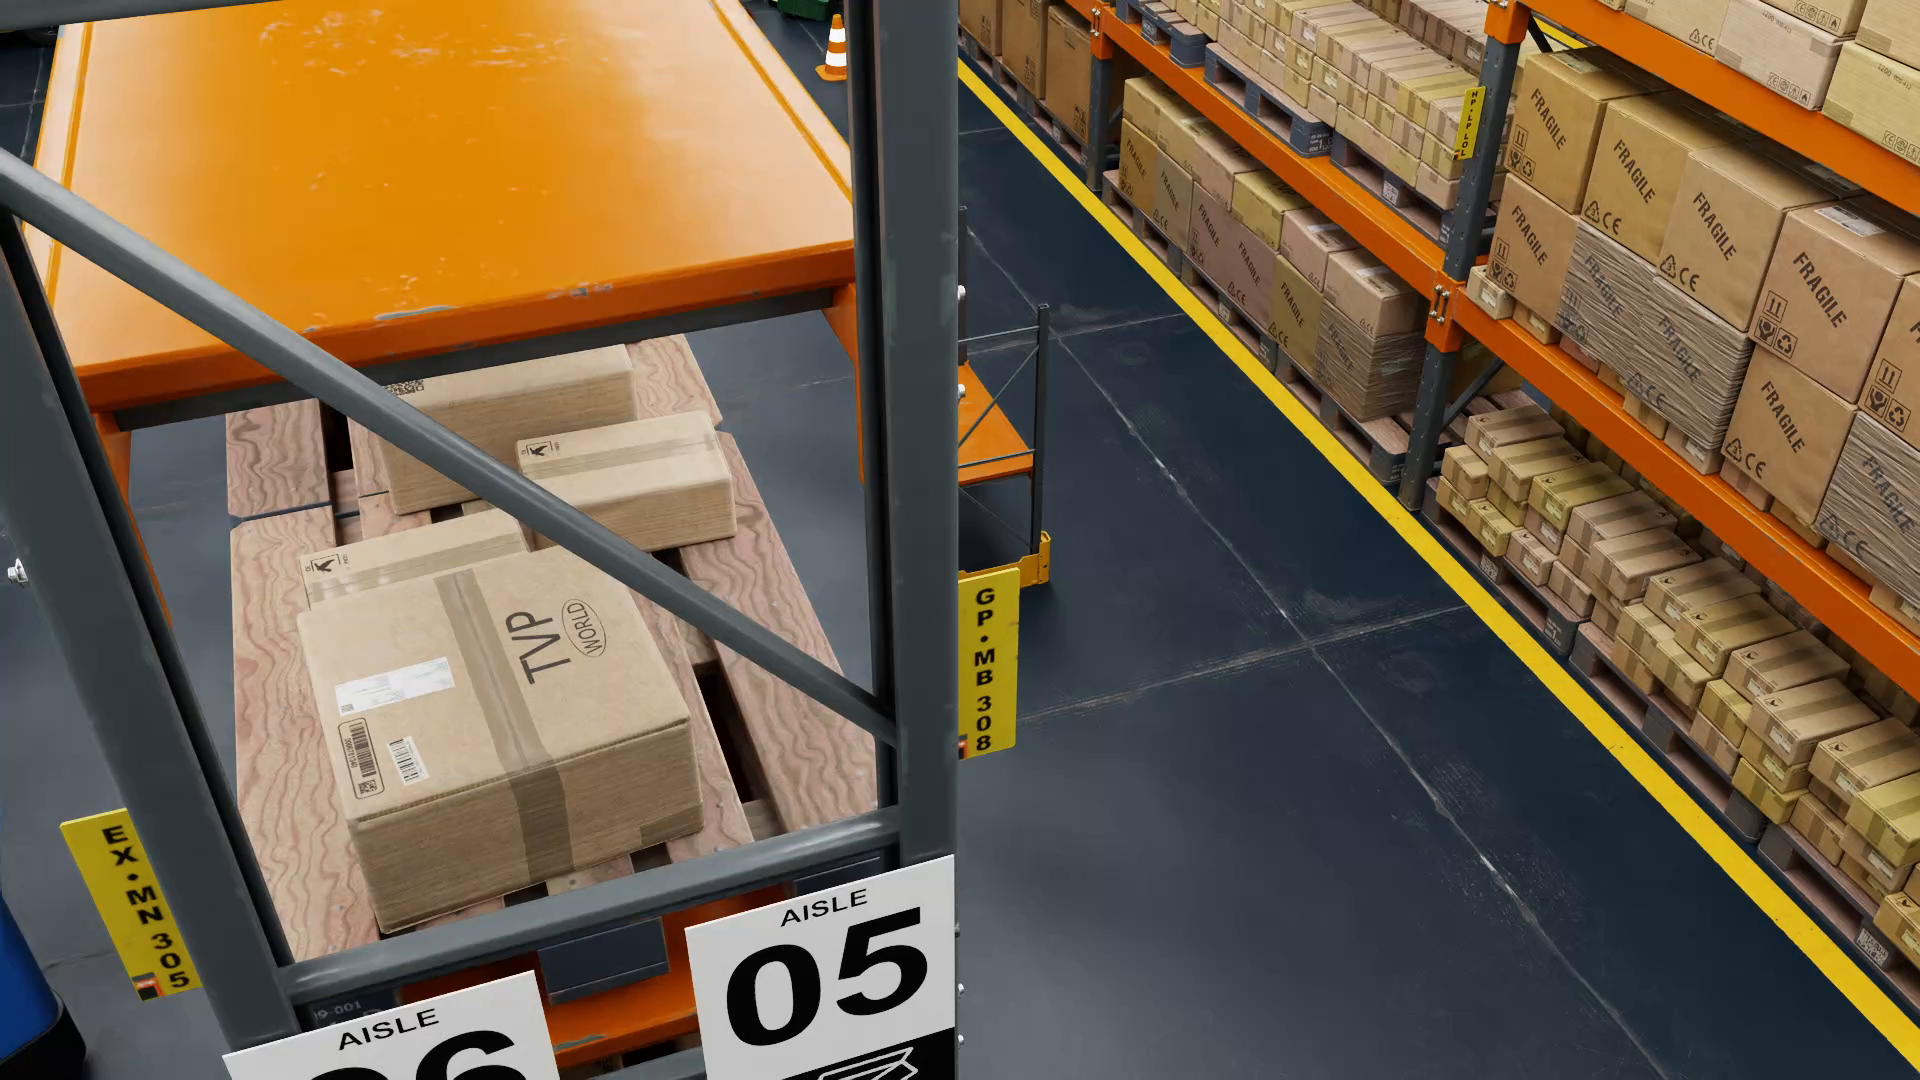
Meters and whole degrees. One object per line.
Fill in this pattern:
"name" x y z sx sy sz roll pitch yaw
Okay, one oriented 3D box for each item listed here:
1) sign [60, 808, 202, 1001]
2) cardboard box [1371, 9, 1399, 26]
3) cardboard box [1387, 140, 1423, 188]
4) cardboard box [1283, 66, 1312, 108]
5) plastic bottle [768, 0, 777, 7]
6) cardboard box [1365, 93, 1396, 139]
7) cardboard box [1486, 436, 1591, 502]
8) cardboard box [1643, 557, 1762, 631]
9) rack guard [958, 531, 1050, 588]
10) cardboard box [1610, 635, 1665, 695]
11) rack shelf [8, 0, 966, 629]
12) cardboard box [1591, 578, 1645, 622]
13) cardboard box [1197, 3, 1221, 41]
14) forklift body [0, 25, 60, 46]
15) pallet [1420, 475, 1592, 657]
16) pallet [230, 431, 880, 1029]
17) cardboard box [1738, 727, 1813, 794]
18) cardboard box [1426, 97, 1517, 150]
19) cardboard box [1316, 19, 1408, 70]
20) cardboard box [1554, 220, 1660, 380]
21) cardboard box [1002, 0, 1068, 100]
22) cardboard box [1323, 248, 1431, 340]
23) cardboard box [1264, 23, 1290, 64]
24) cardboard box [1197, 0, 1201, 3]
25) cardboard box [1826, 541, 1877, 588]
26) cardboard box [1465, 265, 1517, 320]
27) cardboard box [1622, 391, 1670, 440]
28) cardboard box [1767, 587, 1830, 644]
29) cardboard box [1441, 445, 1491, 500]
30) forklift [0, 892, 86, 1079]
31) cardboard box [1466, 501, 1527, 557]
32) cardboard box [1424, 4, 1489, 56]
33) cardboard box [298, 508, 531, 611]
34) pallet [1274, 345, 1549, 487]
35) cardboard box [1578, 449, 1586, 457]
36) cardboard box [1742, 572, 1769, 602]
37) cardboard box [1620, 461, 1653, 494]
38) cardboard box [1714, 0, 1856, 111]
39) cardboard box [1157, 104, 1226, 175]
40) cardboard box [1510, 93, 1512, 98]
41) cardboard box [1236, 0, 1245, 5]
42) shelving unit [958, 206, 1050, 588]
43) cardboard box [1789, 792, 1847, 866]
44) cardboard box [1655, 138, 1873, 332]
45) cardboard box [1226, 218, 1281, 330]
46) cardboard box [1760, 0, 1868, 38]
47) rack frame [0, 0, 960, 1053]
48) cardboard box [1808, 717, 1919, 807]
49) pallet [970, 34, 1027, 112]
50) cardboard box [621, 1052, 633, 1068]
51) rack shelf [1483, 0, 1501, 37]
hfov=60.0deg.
"sign" -1.005 0.452 2.054 0.100 0.325 0.005 -12 39 -16
"cardboard box" 2.502 -2.861 9.228 0.380 0.149 0.250 -13 39 -17
"cardboard box" 2.333 -1.871 8.161 0.380 0.149 0.250 -12 39 -16
"cardboard box" 1.972 -2.460 8.943 0.380 0.149 0.250 -11 38 -14
"plastic bottle" -1.520 -4.663 14.450 0.283 0.061 0.133 27 44 31
"cardboard box" 2.249 -2.133 8.262 0.380 0.149 0.250 -11 38 -14
"cardboard box" 2.709 -0.335 7.788 0.380 0.149 0.250 -11 38 -14
"cardboard box" 3.135 0.238 7.028 0.380 0.149 0.250 -14 39 -18
"rack guard" 0.145 0.138 7.919 0.587 0.250 0.087 -12 39 -16
"cardboard box" 3.054 0.494 7.182 0.380 0.149 0.250 -13 39 -17
"rack shelf" -1.179 -1.211 3.369 1.077 0.370 4.000 -12 39 -16
"cardboard box" 3.021 0.217 7.302 0.380 0.149 0.250 -11 38 -14
"cardboard box" 1.613 -3.050 9.726 0.380 0.149 0.250 -11 38 -14
"forklift body" -8.291 -5.108 13.305 2.313 2.155 1.214 -12 39 -16
"pallet" 3.010 0.012 8.119 1.003 0.211 1.213 -12 39 -16
"pallet" -0.756 0.288 3.015 1.003 0.211 1.213 -12 39 -16
"cardboard box" 3.302 0.816 6.507 0.380 0.149 0.250 -12 39 -15
"cardboard box" 2.424 -1.965 7.791 0.380 0.149 0.250 -11 38 -14
"cardboard box" 2.072 -2.551 8.569 0.380 0.149 0.250 -14 39 -17
"cardboard box" 2.856 -1.023 6.844 0.500 0.500 0.500 -12 39 -16
"cardboard box" 0.940 -3.858 12.460 1.050 0.750 0.750 -12 39 -15
"cardboard box" 2.252 -1.311 8.663 0.500 0.250 0.500 -13 39 -17
"cardboard box" 1.888 -2.726 9.049 0.380 0.149 0.250 -11 38 -14
"cardboard box" 1.537 -3.302 9.814 0.380 0.149 0.250 -14 39 -17
"cardboard box" 3.384 0.015 6.007 0.380 0.149 0.250 -14 39 -18
"cardboard box" 2.536 -1.146 7.547 0.380 0.149 0.250 -11 38 -14
"cardboard box" 2.949 -0.565 6.776 0.380 0.149 0.250 -12 39 -15
"cardboard box" 3.613 0.291 6.956 0.380 0.149 0.250 -12 39 -16
"cardboard box" 2.570 -0.351 8.056 0.380 0.149 0.250 -11 38 -14
"forklift" -4.522 0.370 5.384 3.031 2.935 1.130 25 44 30
"cardboard box" 2.661 -0.080 7.944 0.380 0.149 0.250 -11 38 -15
"cardboard box" 2.682 -2.684 8.746 0.380 0.149 0.250 -13 39 -16
"cardboard box" -0.950 0.107 2.959 0.380 0.149 0.250 -15 40 -19
"pallet" 2.476 -0.799 9.196 1.003 0.211 1.213 -12 39 -16
"cardboard box" 3.152 -0.509 8.267 0.380 0.149 0.250 -12 39 -15
"cardboard box" 3.539 0.246 7.264 0.380 0.149 0.250 -14 39 -18
"cardboard box" 3.330 -0.318 7.766 0.380 0.149 0.250 -13 39 -16
"cardboard box" 2.999 -1.716 5.728 0.500 0.250 0.500 -11 38 -14
"cardboard box" 1.553 -2.476 10.210 0.500 0.250 0.500 -13 39 -16
"cardboard box" 2.861 -2.269 8.443 0.380 0.149 0.250 -12 38 -15
"cardboard box" 1.707 -3.144 9.357 0.380 0.149 0.250 -11 38 -14
"shelving unit" -0.026 -0.642 7.916 0.587 1.500 1.083 -12 39 -16
"cardboard box" 3.454 1.075 6.411 0.380 0.149 0.250 -12 39 -15
"cardboard box" 3.009 -1.146 6.177 0.500 0.500 0.500 -12 39 -15
"cardboard box" 1.906 -1.590 9.656 0.500 0.500 0.500 -13 39 -17
"cardboard box" 3.013 -1.921 5.583 0.500 0.250 0.500 -12 39 -15
"rack frame" -0.491 -0.528 1.533 1.000 3.000 0.127 -12 39 -16
"cardboard box" 3.431 0.839 6.229 0.380 0.149 0.250 -14 39 -18
"pallet" 0.752 -3.769 13.138 1.003 0.211 1.213 -12 39 -16
"cardboard box" -0.880 1.205 3.303 0.500 0.500 0.500 -11 38 -14
"rack shelf" 2.057 -3.514 8.588 1.077 0.370 4.000 -12 39 -16
